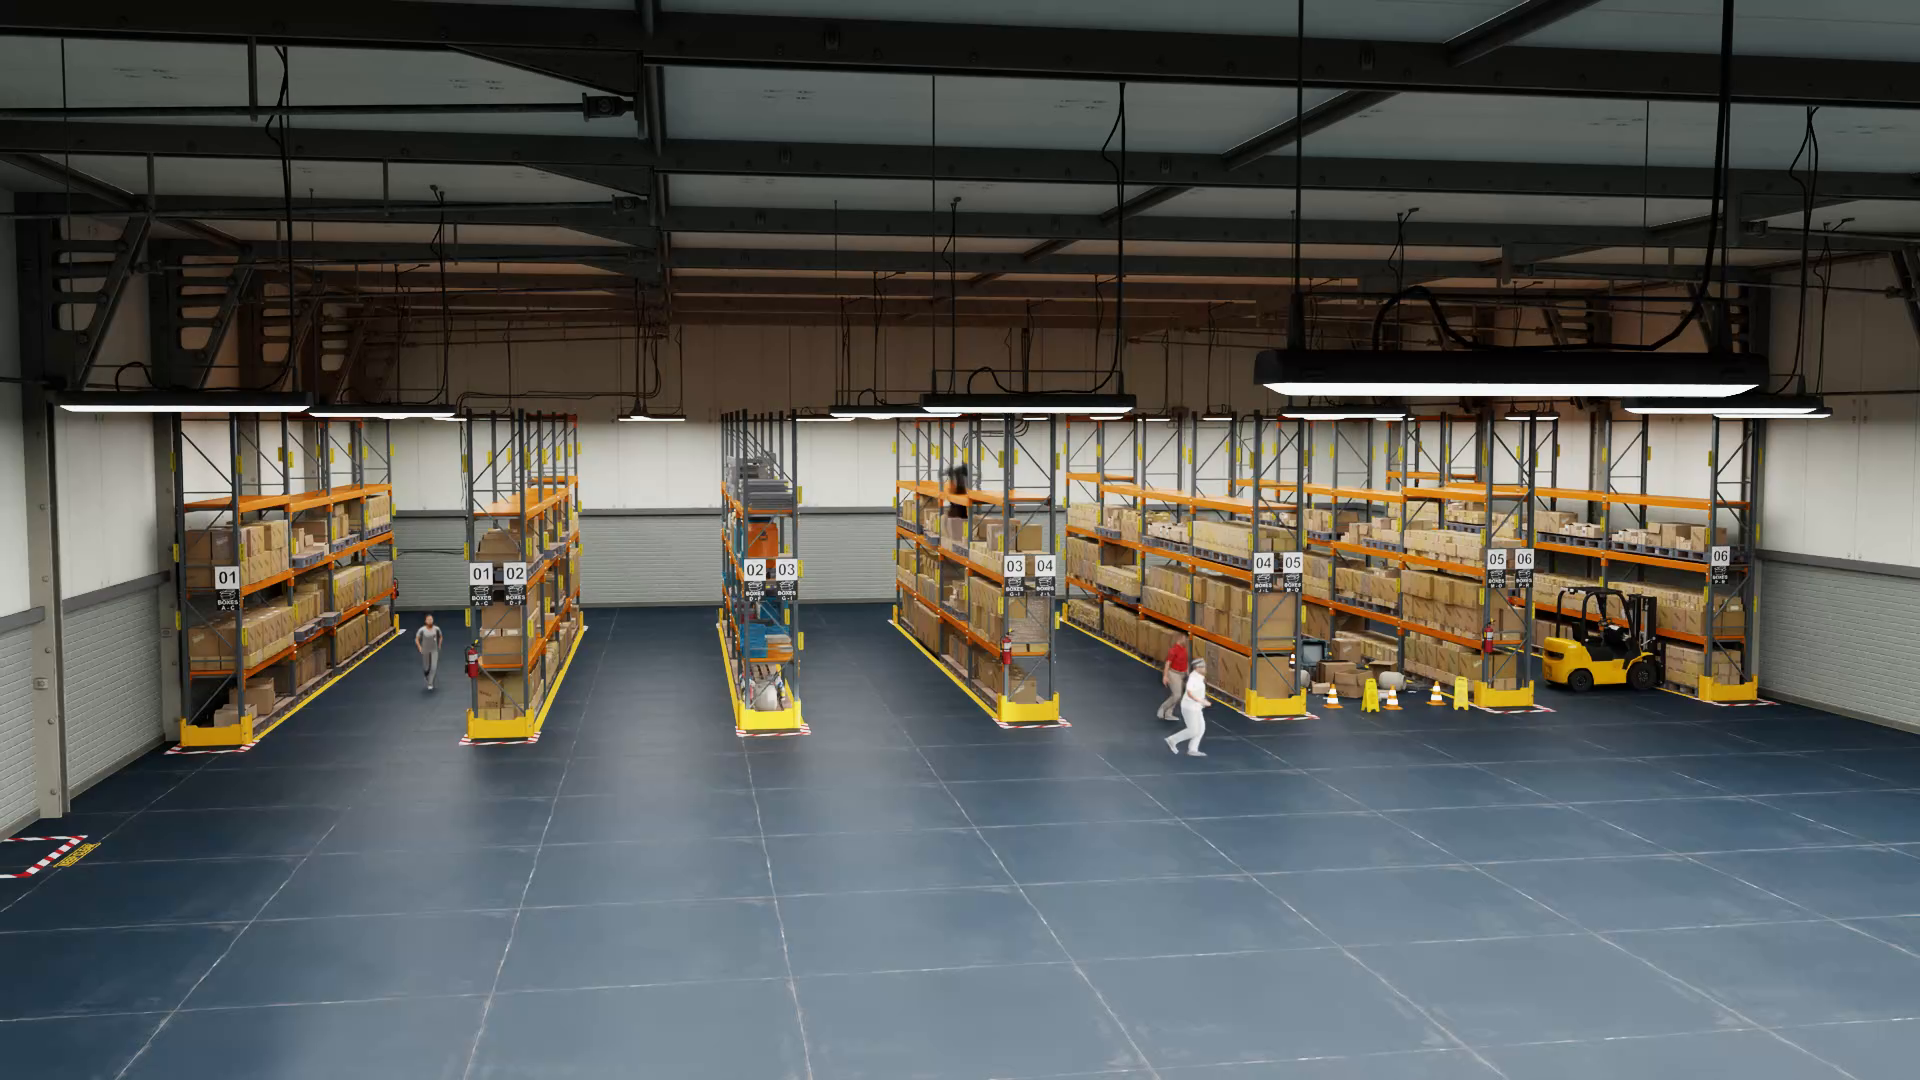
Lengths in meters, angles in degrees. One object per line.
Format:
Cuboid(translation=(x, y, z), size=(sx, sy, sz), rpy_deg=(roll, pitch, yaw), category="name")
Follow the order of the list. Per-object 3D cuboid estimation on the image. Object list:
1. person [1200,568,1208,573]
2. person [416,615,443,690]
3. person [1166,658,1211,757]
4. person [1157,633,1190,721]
Cuboid(translation=(6.839, 1.642, 46.109), size=(0.643, 1.709, 0.968), rpy_deg=(-3, 5, -33), category="person")
Cuboid(translation=(-11.473, 2.409, 35.972), size=(0.573, 1.622, 0.695), rpy_deg=(-2, 4, -24), category="person")
Cuboid(translation=(3.952, 2.876, 28.652), size=(0.772, 1.727, 0.663), rpy_deg=(1, 4, 16), category="person")
Cuboid(translation=(4.136, 2.639, 32.077), size=(0.547, 1.703, 0.684), rpy_deg=(3, 5, 32), category="person")
